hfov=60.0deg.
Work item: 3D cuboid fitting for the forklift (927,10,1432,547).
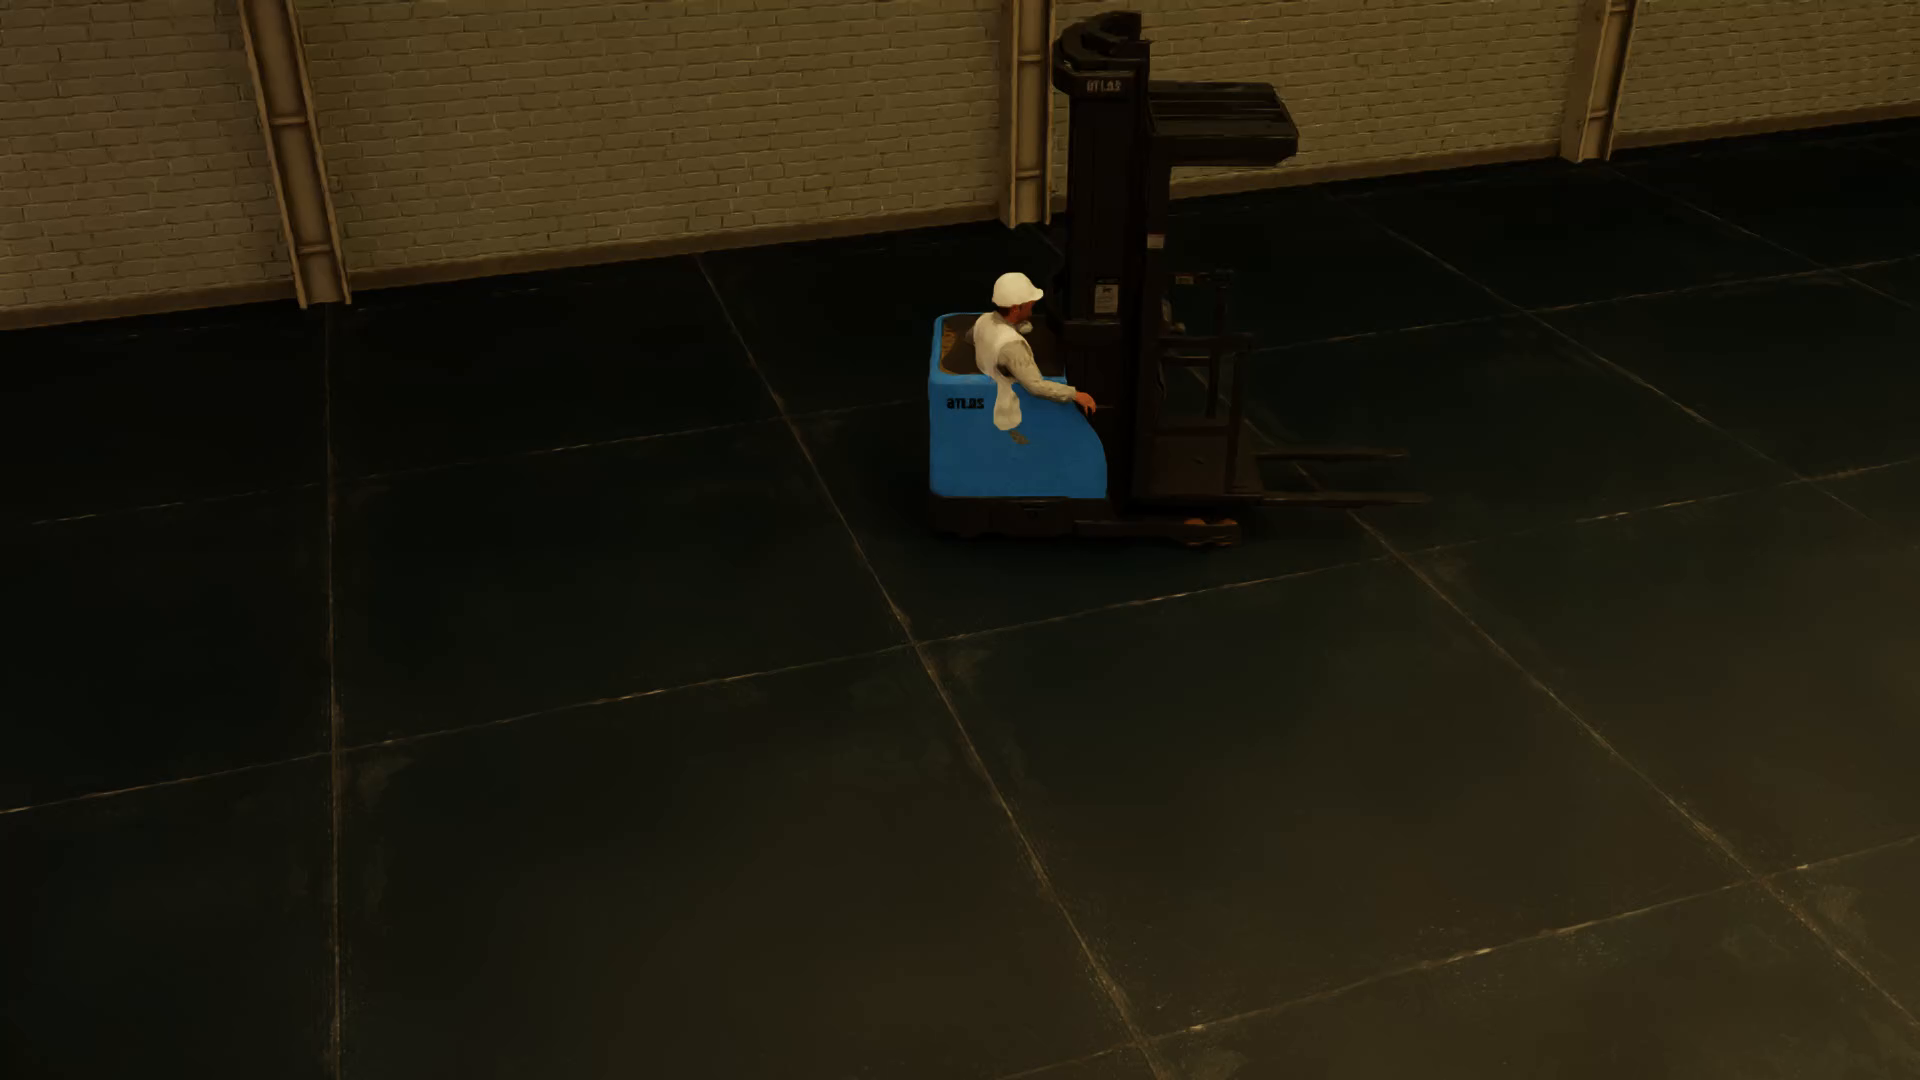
[{"bbox_3d":[1.330,-1.498,9.691,3.031,2.935,1.130,1,30,1],"label":"forklift"}]

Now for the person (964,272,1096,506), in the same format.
[{"bbox_3d":[0.408,-0.806,9.820,0.674,1.691,0.881,-9,31,-15],"label":"person"}]
